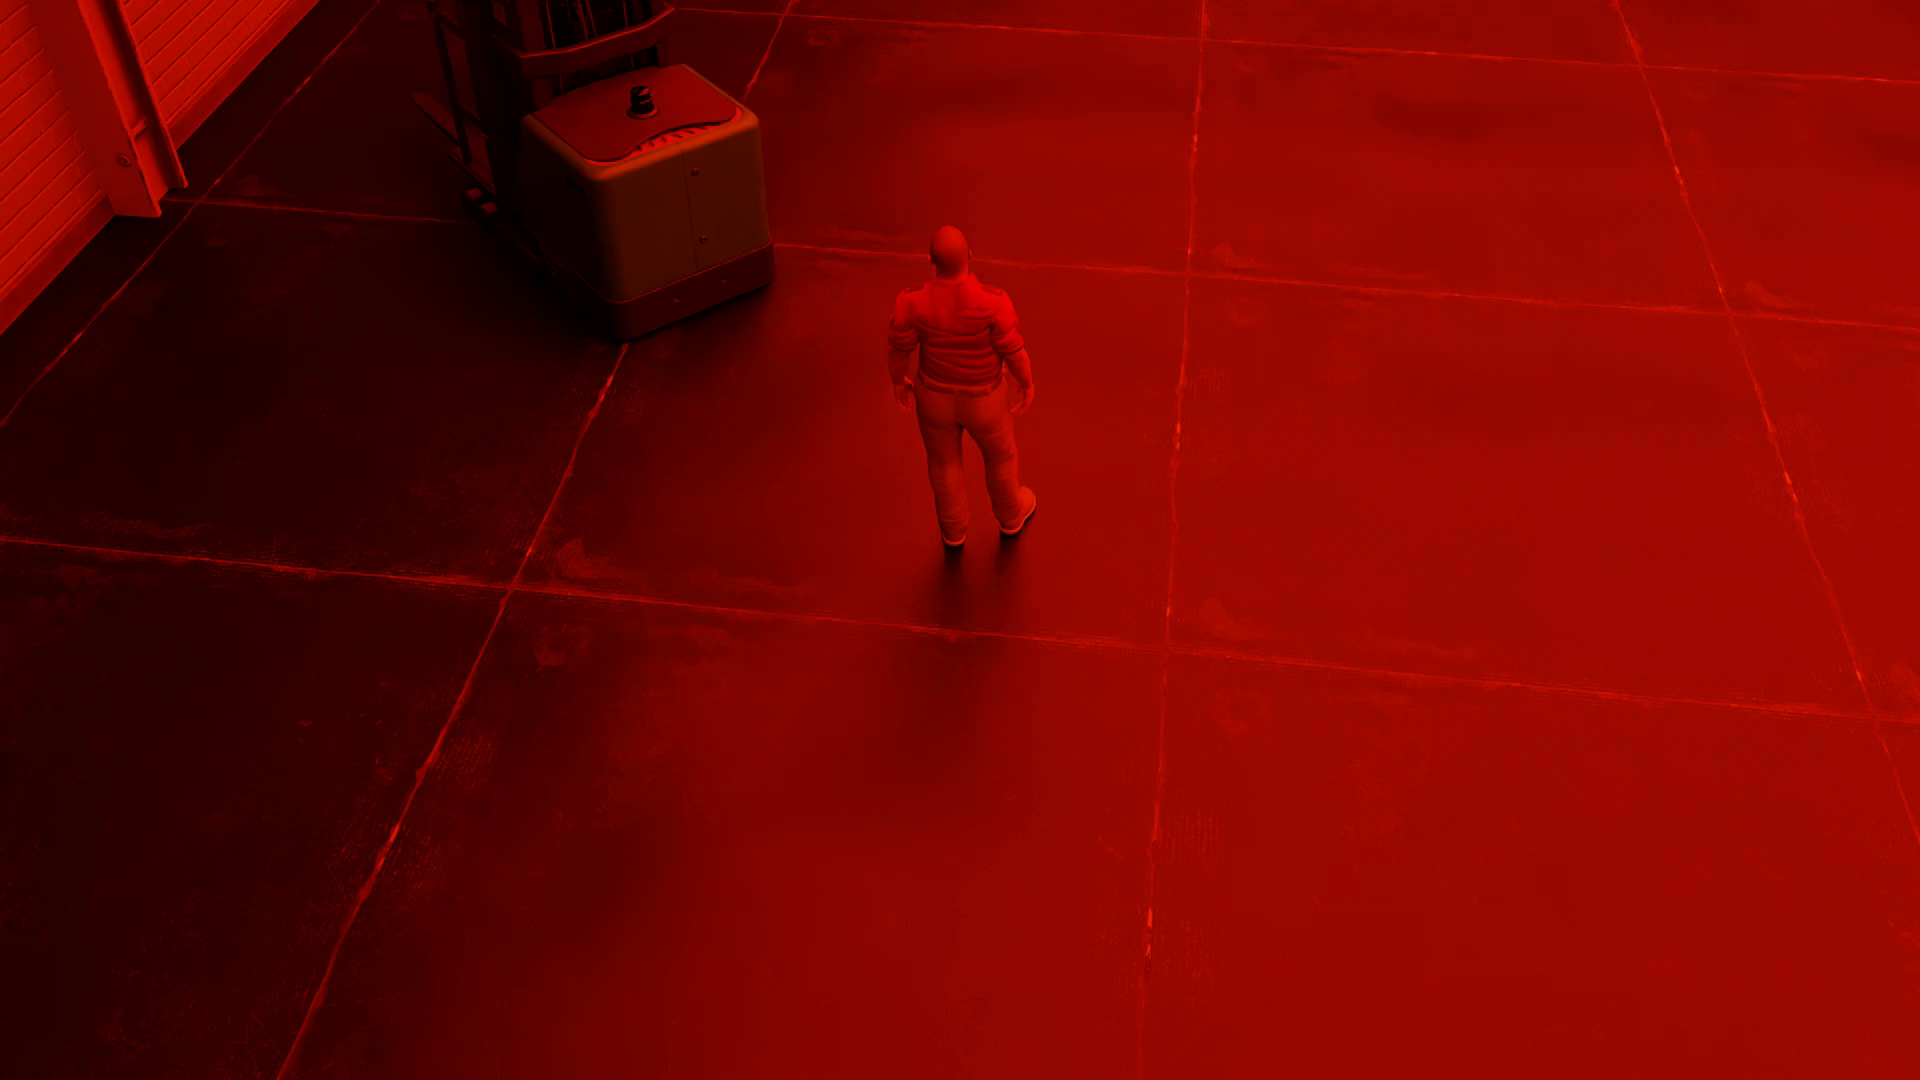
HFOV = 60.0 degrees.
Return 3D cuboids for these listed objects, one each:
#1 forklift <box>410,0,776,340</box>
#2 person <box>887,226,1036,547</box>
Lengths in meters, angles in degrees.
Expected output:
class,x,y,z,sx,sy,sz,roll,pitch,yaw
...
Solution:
class,x,y,z,sx,sy,sz,roll,pitch,yaw
forklift,-2.341,-3.104,9.103,1.130,2.935,3.031,-28,49,-27
person,0.023,-0.702,7.365,0.641,1.727,0.550,5,43,6
